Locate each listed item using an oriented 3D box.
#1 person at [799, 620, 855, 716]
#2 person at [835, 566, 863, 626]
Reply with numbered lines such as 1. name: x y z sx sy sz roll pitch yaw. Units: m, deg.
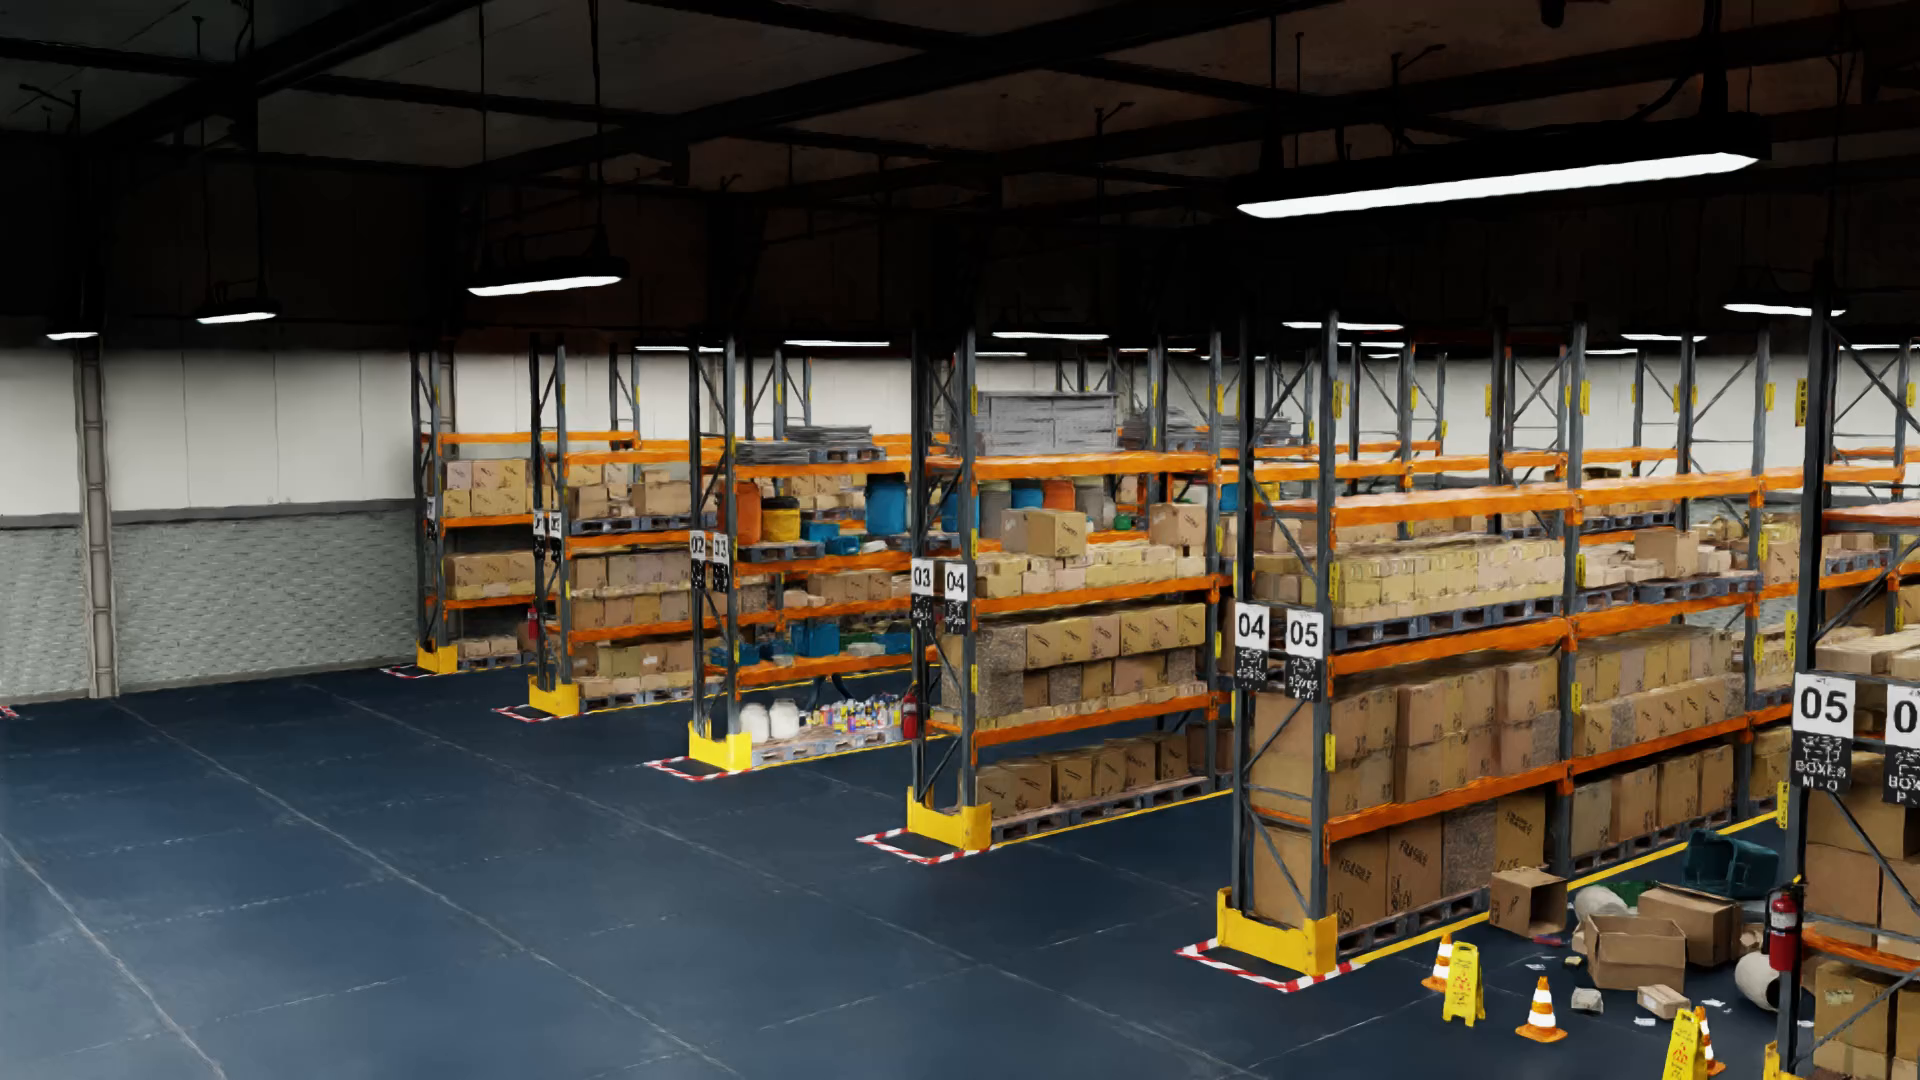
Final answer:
1. person: -2.064 2.013 25.931 1.043 1.476 0.419 -4 7 -36
2. person: -2.199 1.323 32.403 1.033 1.657 0.534 -3 6 -30
